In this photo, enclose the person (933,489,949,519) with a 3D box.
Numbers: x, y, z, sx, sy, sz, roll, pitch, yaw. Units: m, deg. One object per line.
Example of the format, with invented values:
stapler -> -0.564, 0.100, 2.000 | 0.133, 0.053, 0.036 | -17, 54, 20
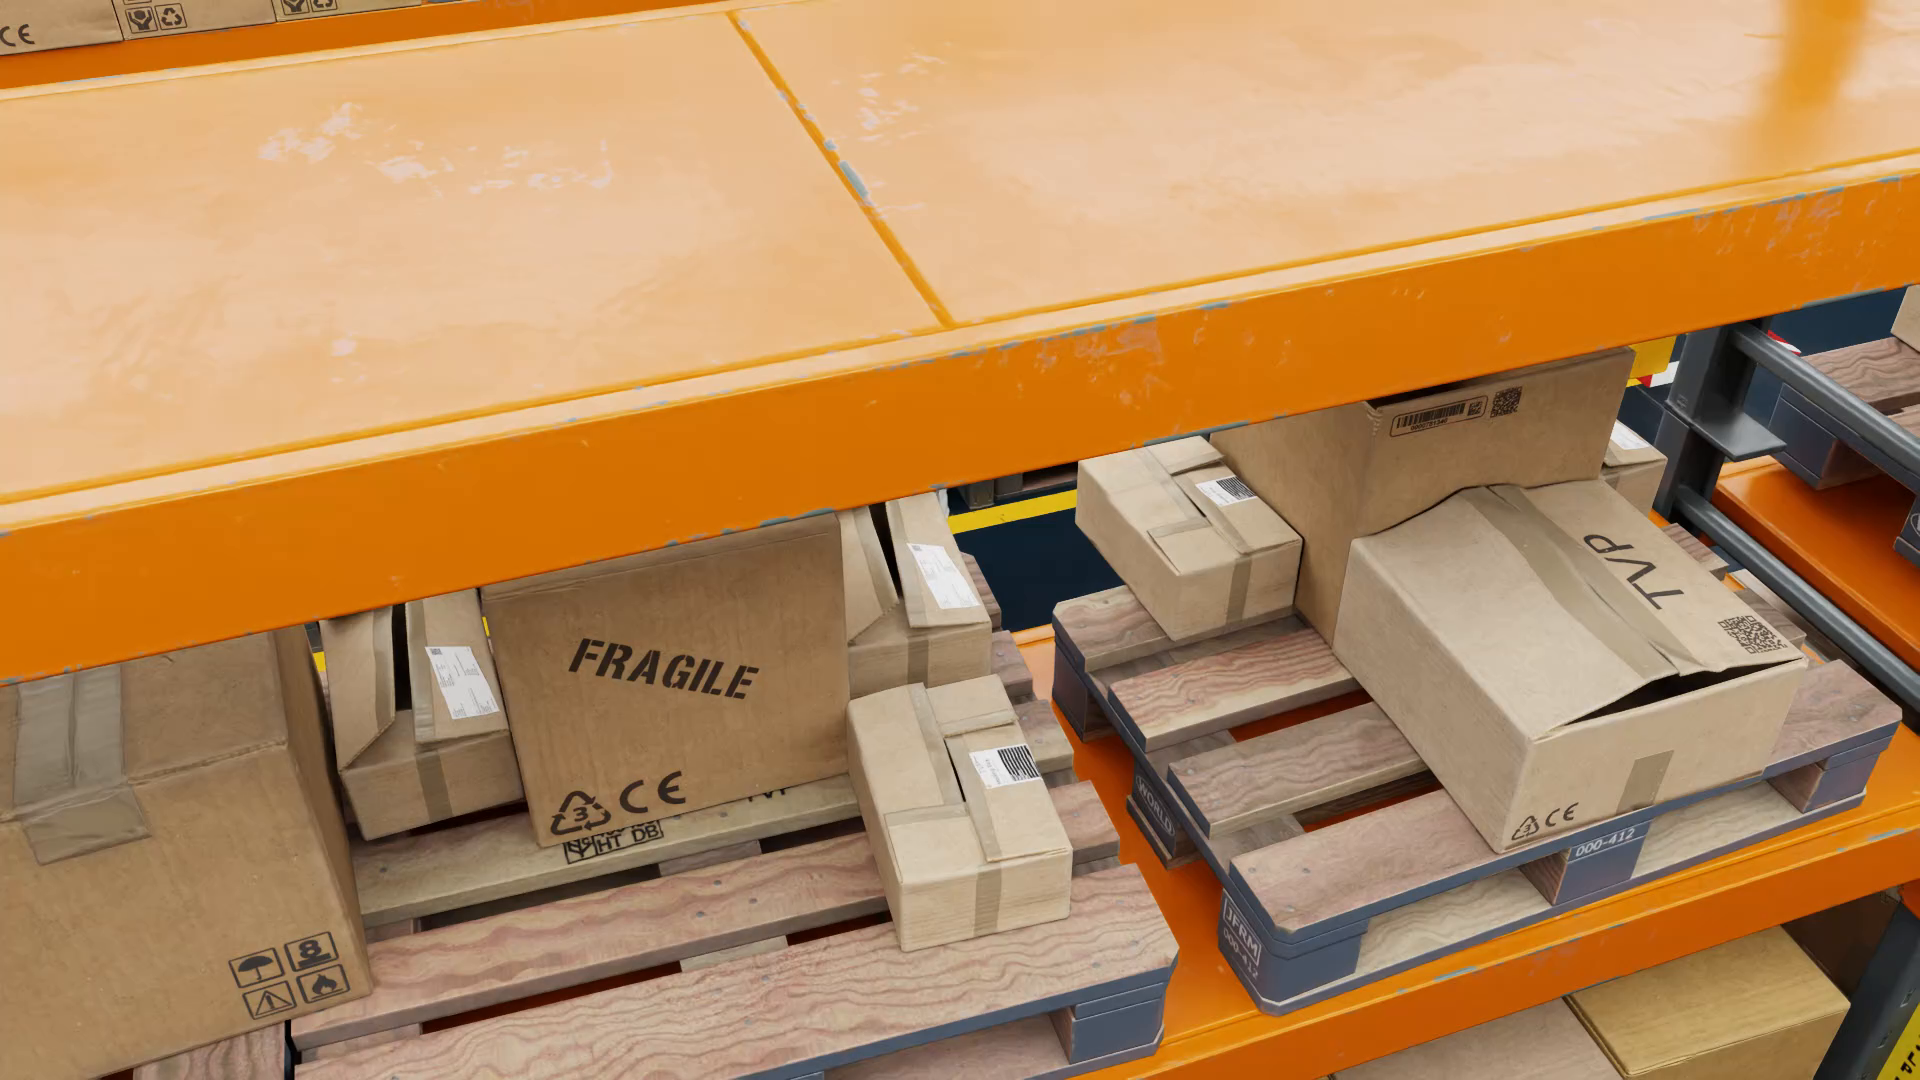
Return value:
person -> -0.234, -0.120, 6.790 | 0.359, 1.769, 0.532 | -12, 39, -15
